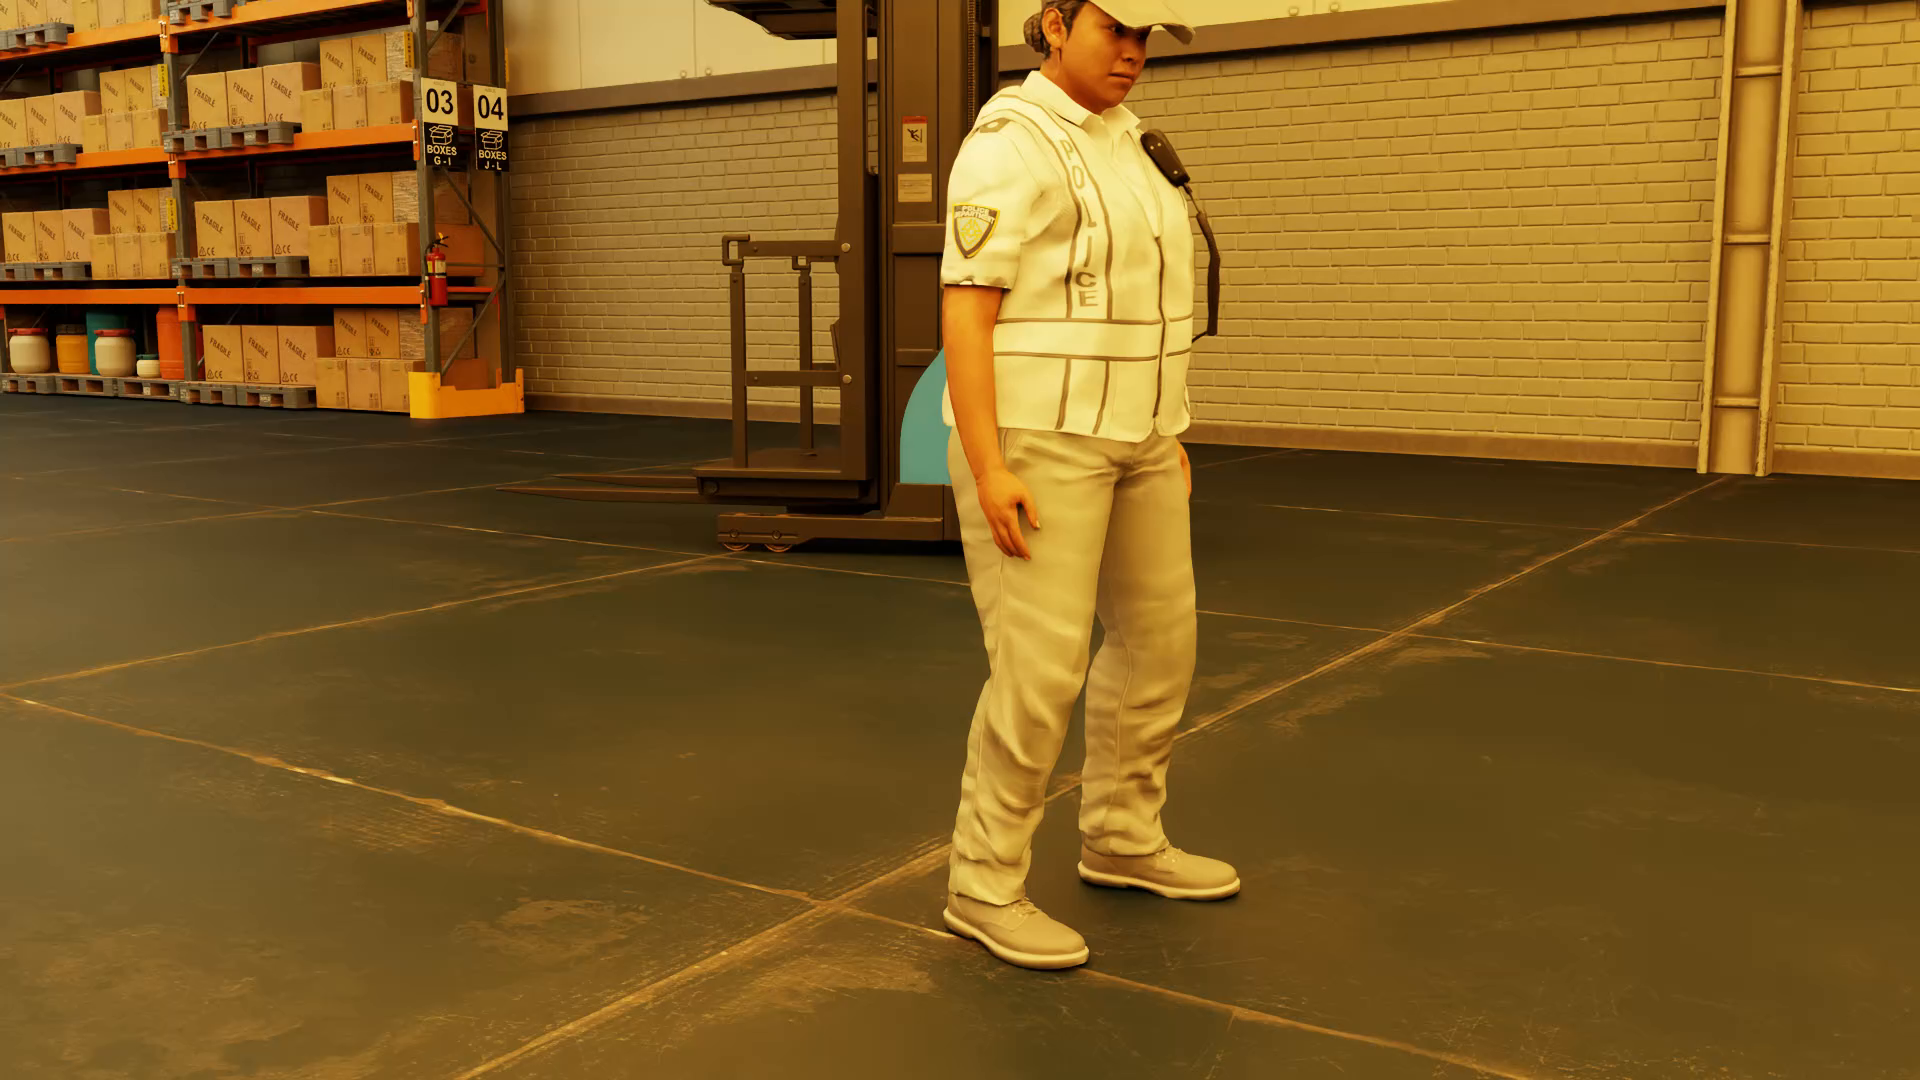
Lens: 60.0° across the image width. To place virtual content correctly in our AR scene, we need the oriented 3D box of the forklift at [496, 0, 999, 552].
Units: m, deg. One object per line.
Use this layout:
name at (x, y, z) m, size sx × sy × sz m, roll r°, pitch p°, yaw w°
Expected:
forklift at (-0.596, -1.469, 7.520) m, size 3.031 × 2.935 × 1.130 m, roll 2°, pitch 8°, yaw 12°

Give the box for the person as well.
person at (0.219, -0.153, 2.830) m, size 0.422 × 1.650 × 0.590 m, roll 7°, pitch 11°, yaw 40°
